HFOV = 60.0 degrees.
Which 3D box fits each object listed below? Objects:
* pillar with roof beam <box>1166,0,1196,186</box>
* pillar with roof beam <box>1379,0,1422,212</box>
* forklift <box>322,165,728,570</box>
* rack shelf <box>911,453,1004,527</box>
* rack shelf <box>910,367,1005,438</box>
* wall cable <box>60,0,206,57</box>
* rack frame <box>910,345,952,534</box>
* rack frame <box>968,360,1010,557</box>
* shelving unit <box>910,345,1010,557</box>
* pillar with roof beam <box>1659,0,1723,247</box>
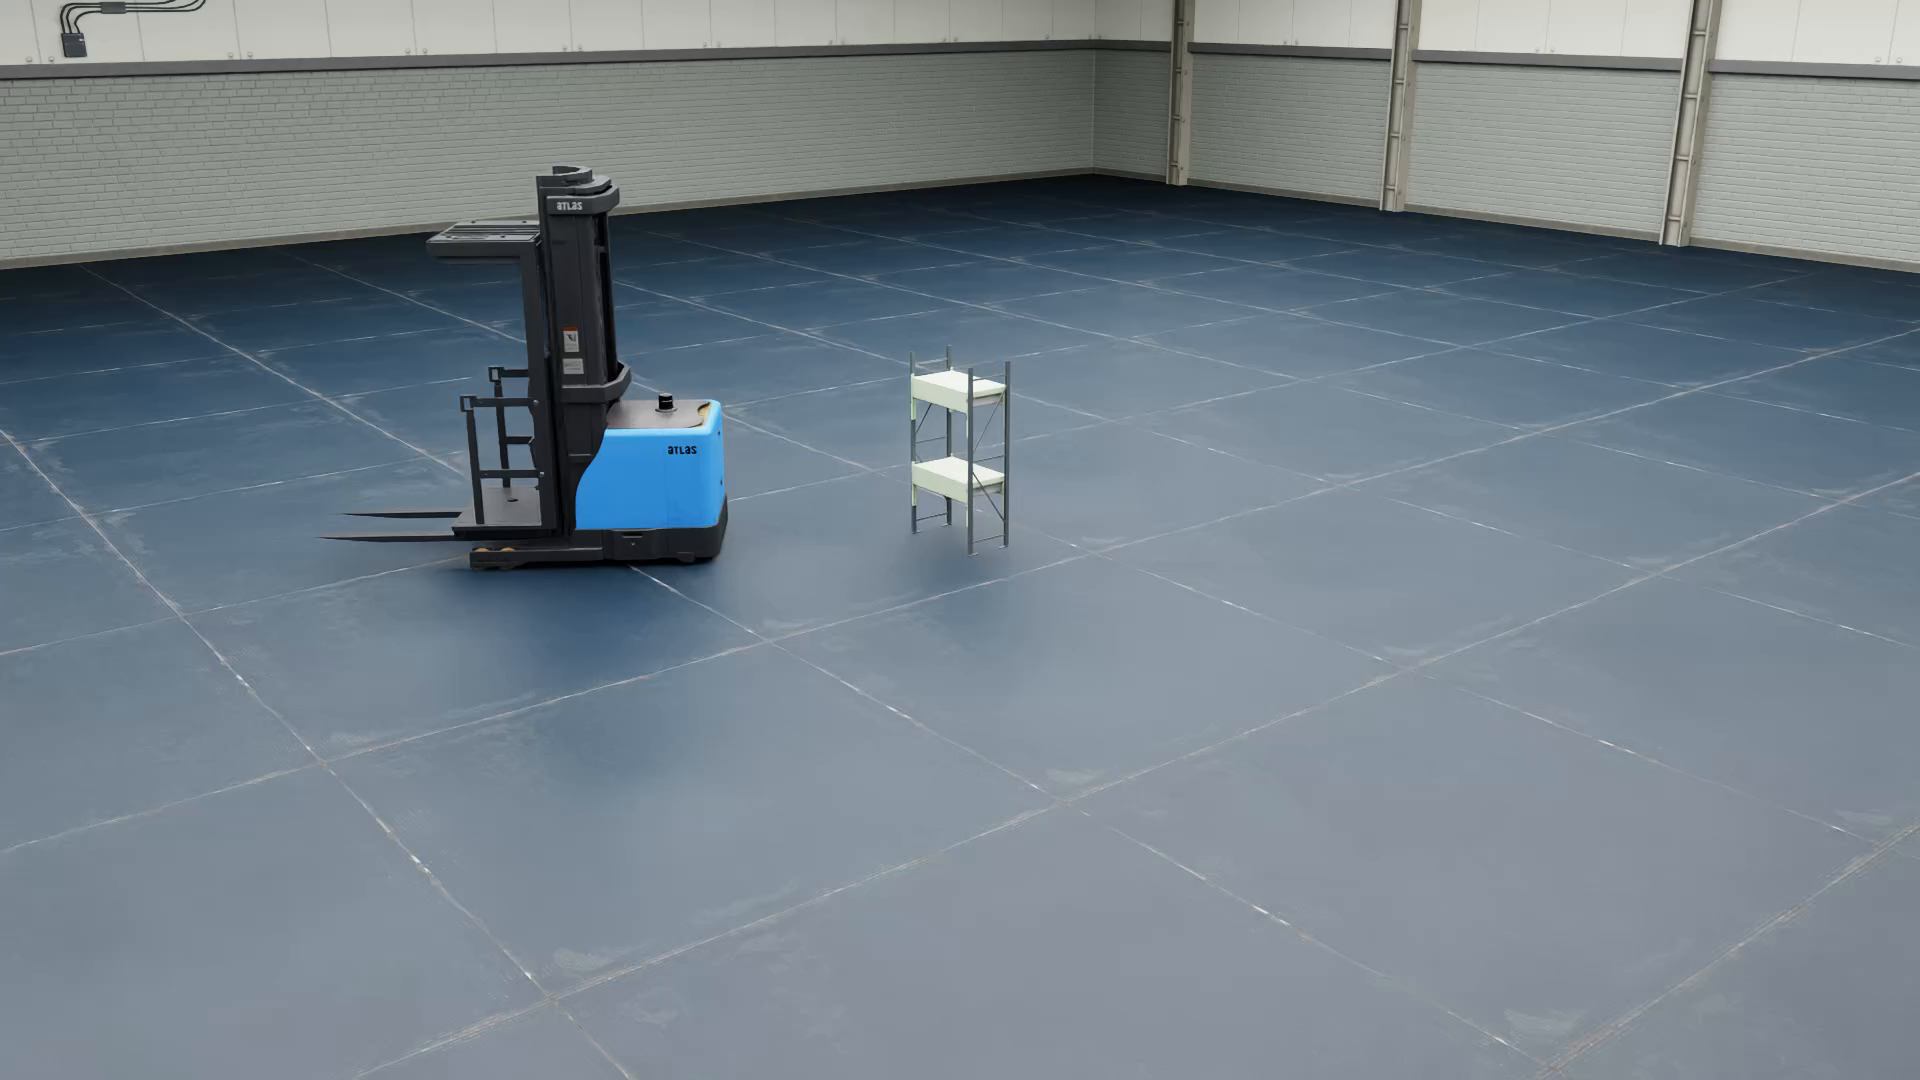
[{"bbox_3d":[1.548,-11.507,33.796,9.100,9.000,0.400,-14,23,-36],"label":"pillar with roof beam"},{"bbox_3d":[5.274,-10.028,29.332,9.100,9.000,0.400,-14,23,-36],"label":"pillar with roof beam"},{"bbox_3d":[-3.392,-1.332,12.721,3.031,2.935,1.130,-1,18,-3],"label":"forklift"},{"bbox_3d":[-0.004,-0.404,13.234,0.431,0.370,0.720,-14,23,-36],"label":"rack shelf"},{"bbox_3d":[-0.004,-1.084,13.009,0.431,0.370,0.720,-14,23,-36],"label":"rack shelf"},{"bbox_3d":[-13.111,-10.646,25.788,2.305,6.003,0.169,-14,23,-36],"label":"wall cable"},{"bbox_3d":[-0.231,-0.804,13.404,0.400,1.500,0.023,-14,23,-36],"label":"rack frame"},{"bbox_3d":[0.223,-0.623,12.859,0.400,1.500,0.023,-14,23,-36],"label":"rack frame"},{"bbox_3d":[-0.004,-0.714,13.132,0.431,1.500,0.755,-14,23,-36],"label":"shelving unit"},{"bbox_3d":[8.999,-8.550,24.867,9.100,9.000,0.400,-14,23,-36],"label":"pillar with roof beam"}]
